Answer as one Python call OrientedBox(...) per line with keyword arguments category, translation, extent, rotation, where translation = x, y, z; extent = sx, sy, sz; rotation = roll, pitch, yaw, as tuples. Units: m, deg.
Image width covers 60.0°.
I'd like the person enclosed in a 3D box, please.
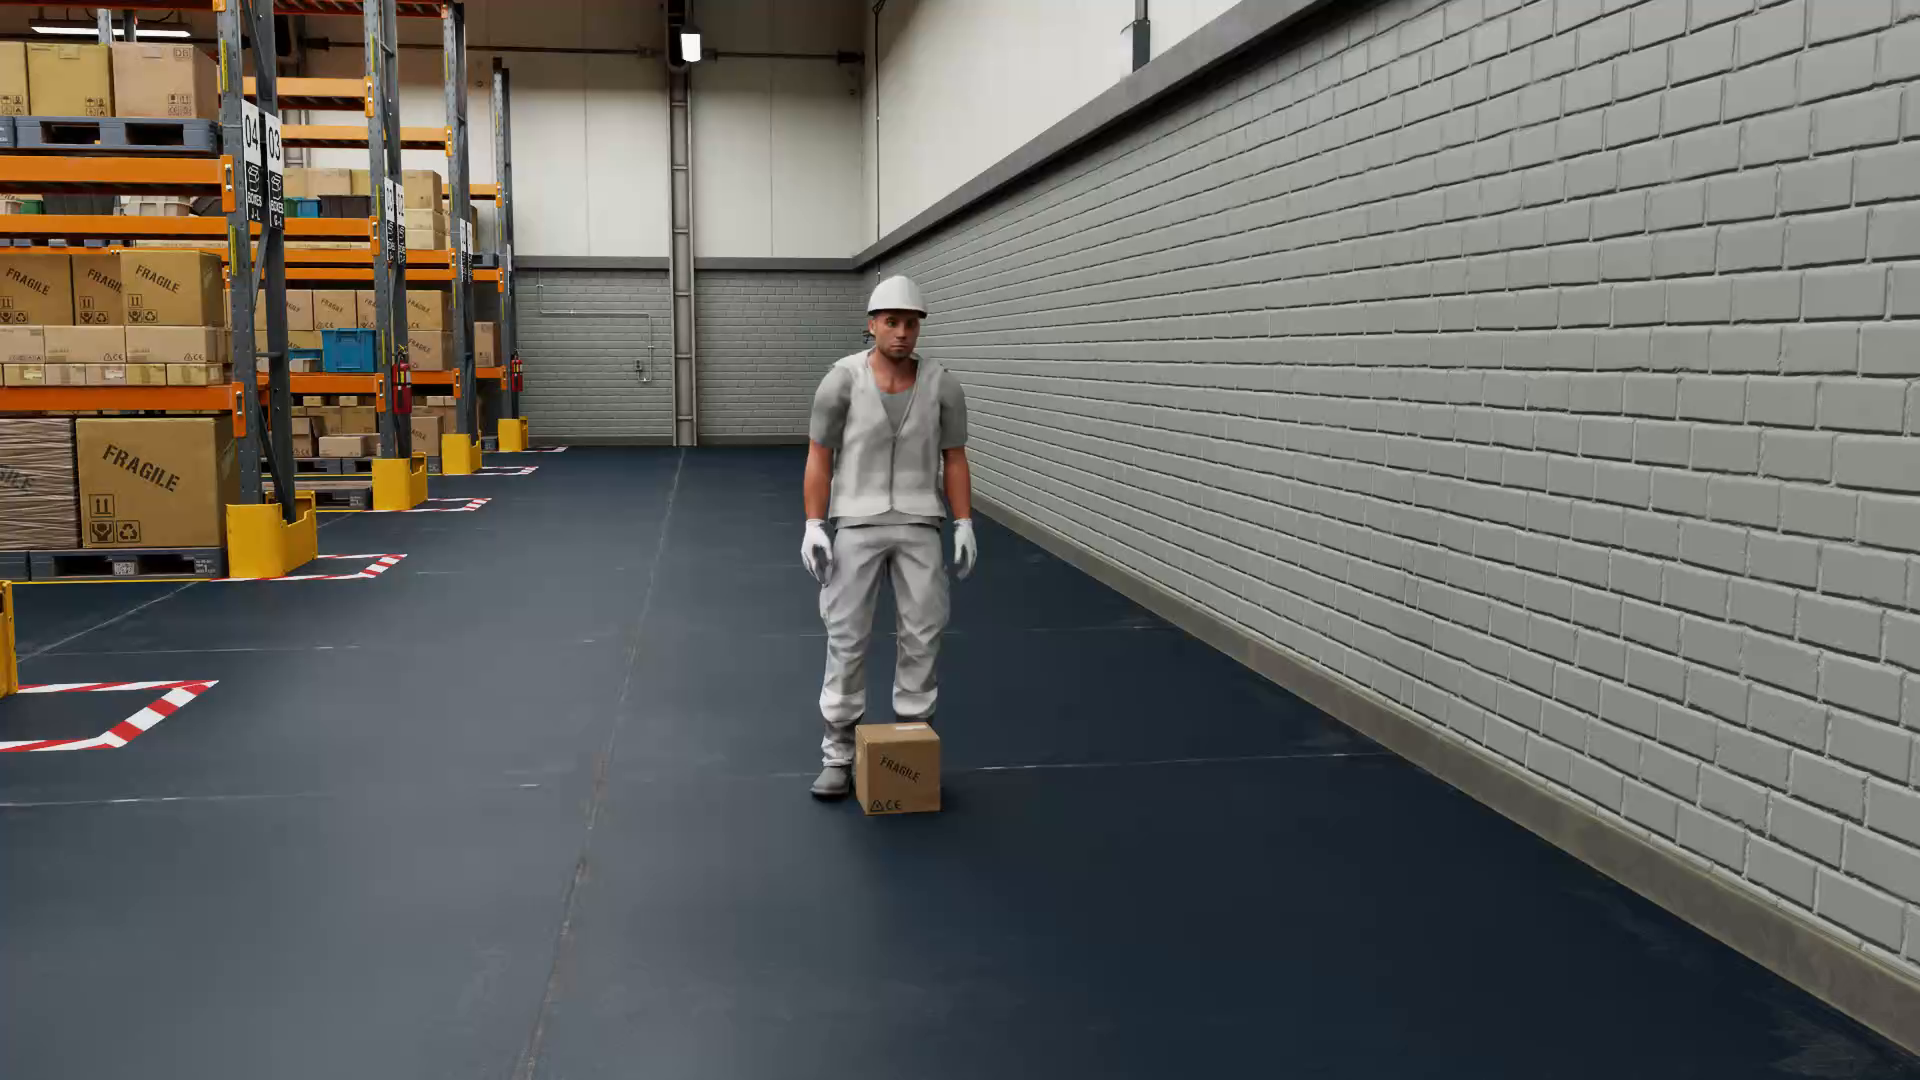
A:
OrientedBox(category="person", translation=(-0.243, -0.014, 5.760), extent=(0.622, 1.781, 0.445), rotation=(-1, 7, -11))
